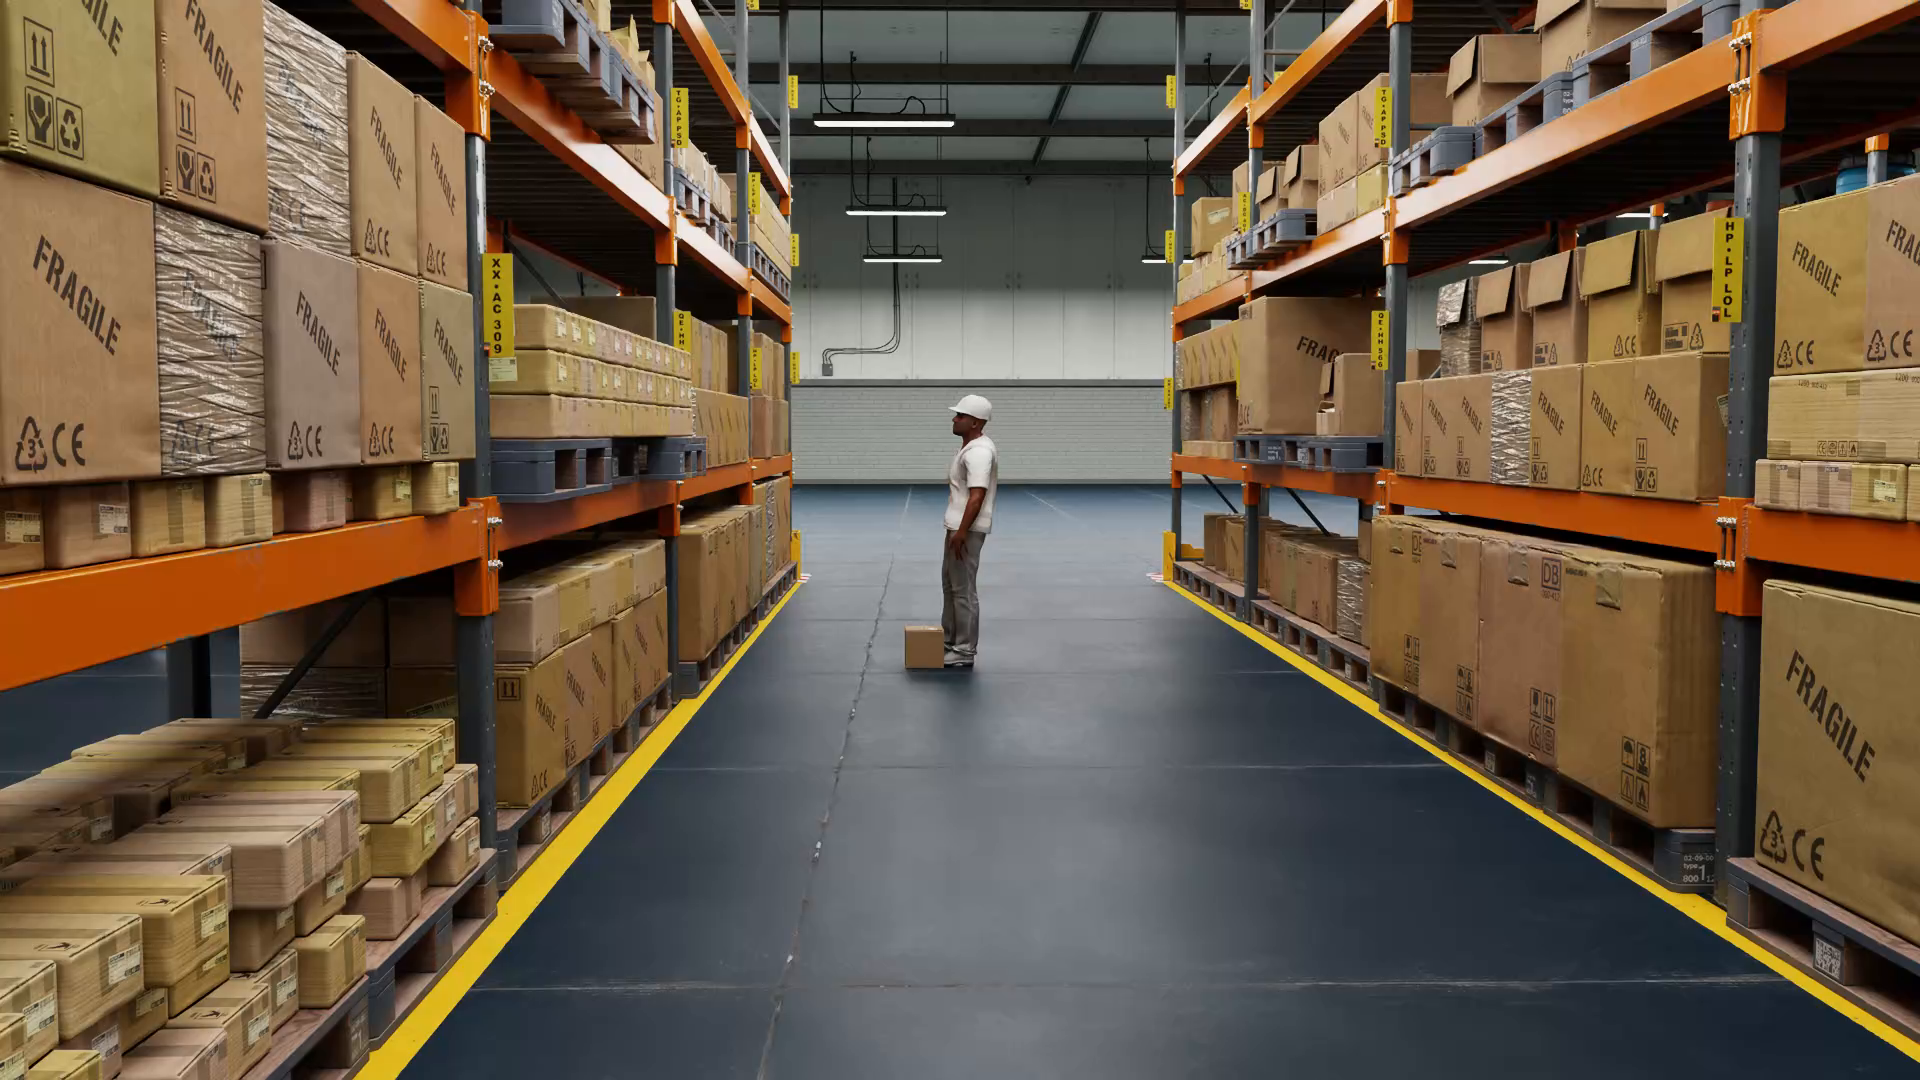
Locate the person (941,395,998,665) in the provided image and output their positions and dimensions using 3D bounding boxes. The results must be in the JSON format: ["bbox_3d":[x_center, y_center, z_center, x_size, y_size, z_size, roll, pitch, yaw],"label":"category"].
[{"bbox_3d":[-0.037,-0.064,10.906,0.574,1.769,0.665,0,4,-1],"label":"person"}]
